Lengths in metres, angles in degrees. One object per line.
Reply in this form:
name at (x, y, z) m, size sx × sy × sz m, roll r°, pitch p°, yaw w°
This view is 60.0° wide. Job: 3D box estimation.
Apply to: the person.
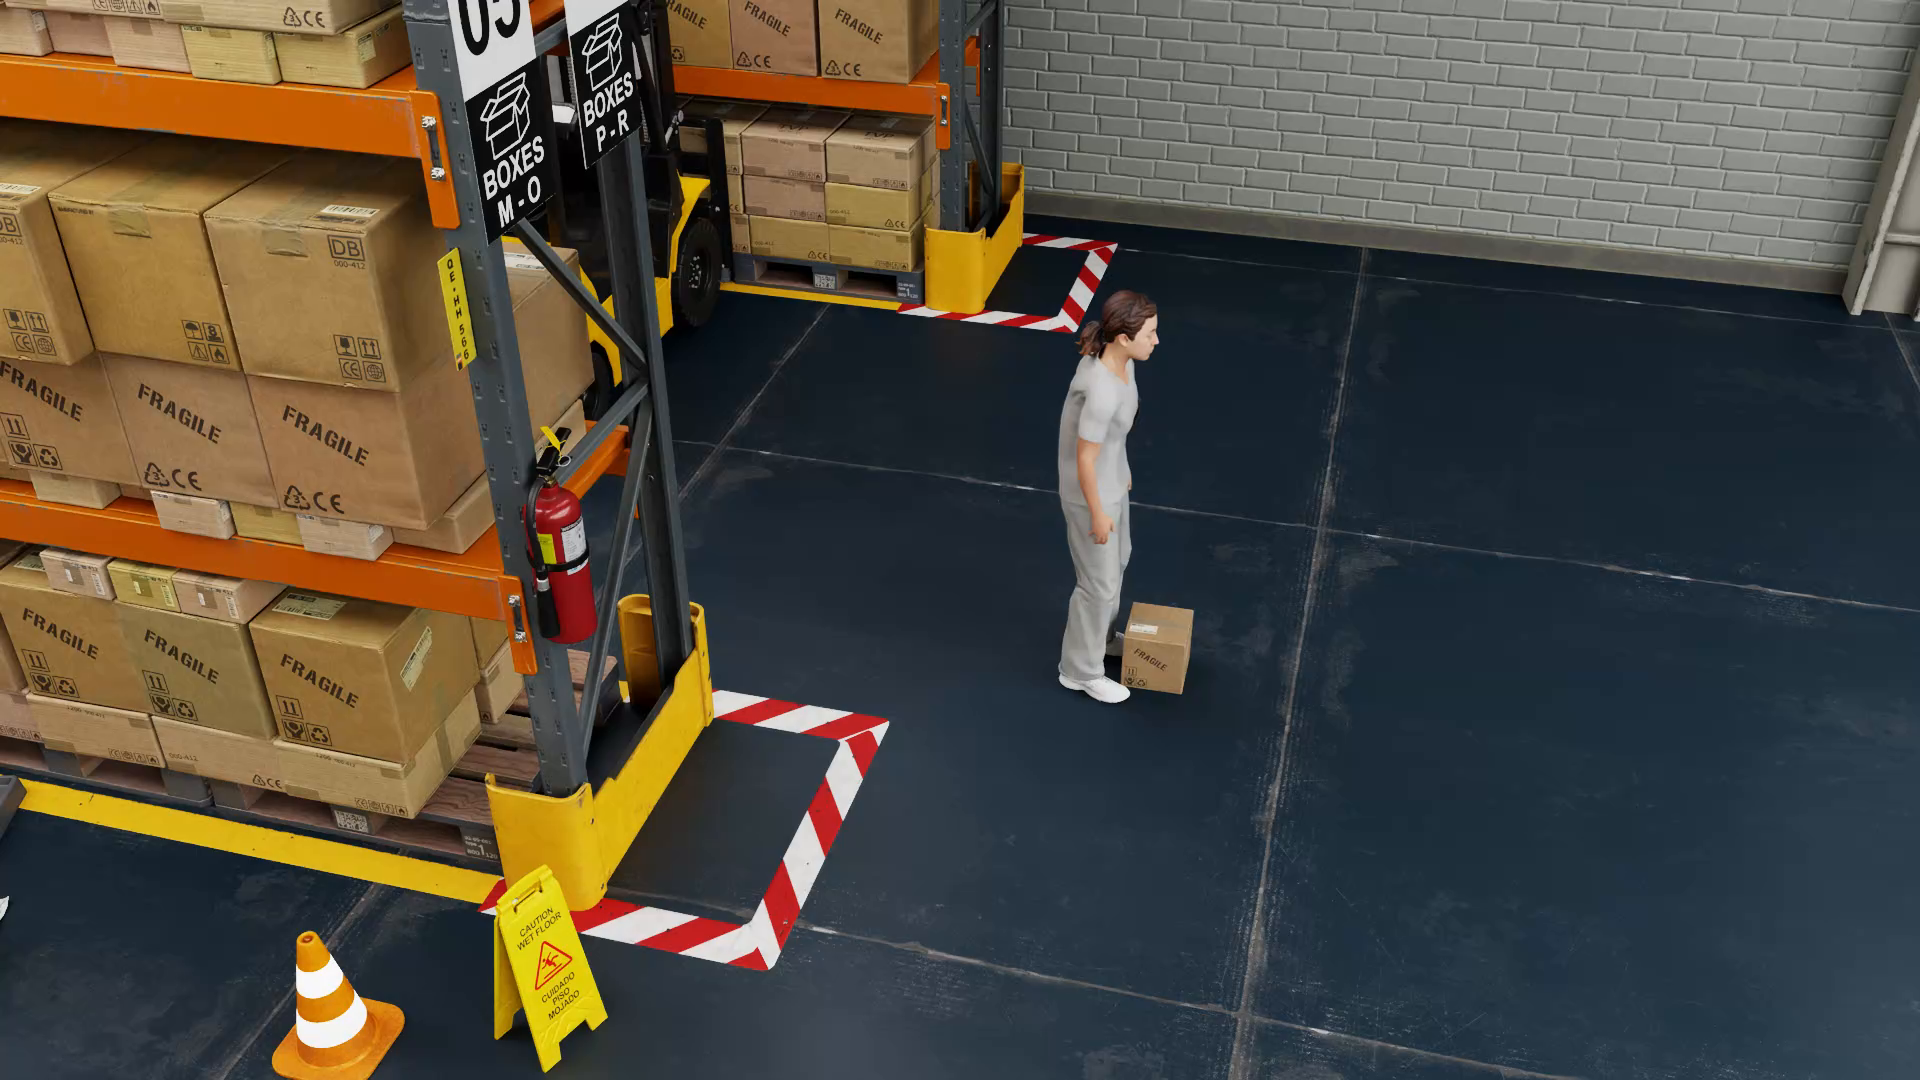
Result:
person at (0.560, -0.185, 6.426) m, size 0.360 × 1.673 × 0.485 m, roll 8°, pitch 34°, yaw 13°
